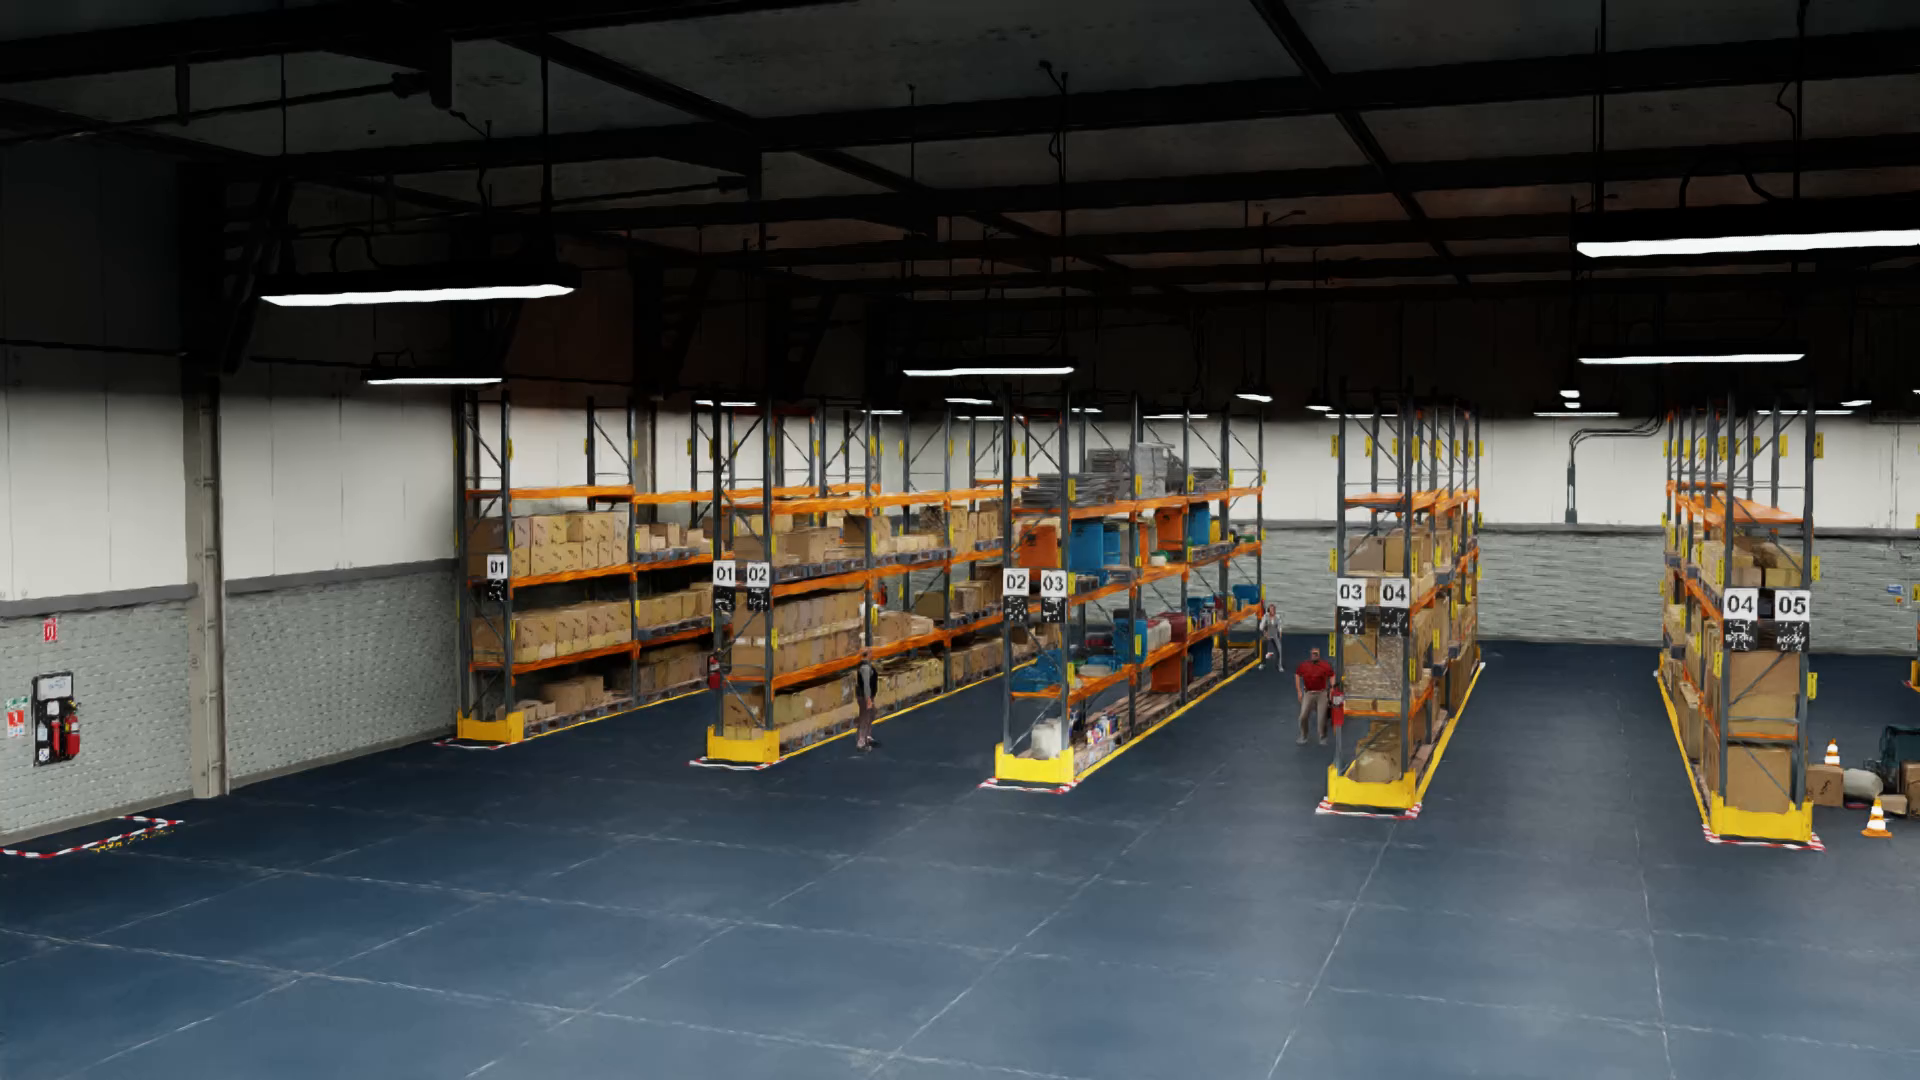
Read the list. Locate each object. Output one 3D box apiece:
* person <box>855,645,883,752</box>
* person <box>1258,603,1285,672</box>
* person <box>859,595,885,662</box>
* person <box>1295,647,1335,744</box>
[{"bbox_3d":[-1.502,2.606,27.536,0.463,1.731,0.598,0,3,-6],"label":"person"},{"bbox_3d":[6.989,2.169,37.357,0.561,1.525,0.788,0,3,3],"label":"person"},{"bbox_3d":[-2.043,2.047,38.012,0.721,1.715,0.843,1,3,25],"label":"person"},{"bbox_3d":[5.996,2.622,28.105,0.682,1.675,0.535,1,3,19],"label":"person"}]
